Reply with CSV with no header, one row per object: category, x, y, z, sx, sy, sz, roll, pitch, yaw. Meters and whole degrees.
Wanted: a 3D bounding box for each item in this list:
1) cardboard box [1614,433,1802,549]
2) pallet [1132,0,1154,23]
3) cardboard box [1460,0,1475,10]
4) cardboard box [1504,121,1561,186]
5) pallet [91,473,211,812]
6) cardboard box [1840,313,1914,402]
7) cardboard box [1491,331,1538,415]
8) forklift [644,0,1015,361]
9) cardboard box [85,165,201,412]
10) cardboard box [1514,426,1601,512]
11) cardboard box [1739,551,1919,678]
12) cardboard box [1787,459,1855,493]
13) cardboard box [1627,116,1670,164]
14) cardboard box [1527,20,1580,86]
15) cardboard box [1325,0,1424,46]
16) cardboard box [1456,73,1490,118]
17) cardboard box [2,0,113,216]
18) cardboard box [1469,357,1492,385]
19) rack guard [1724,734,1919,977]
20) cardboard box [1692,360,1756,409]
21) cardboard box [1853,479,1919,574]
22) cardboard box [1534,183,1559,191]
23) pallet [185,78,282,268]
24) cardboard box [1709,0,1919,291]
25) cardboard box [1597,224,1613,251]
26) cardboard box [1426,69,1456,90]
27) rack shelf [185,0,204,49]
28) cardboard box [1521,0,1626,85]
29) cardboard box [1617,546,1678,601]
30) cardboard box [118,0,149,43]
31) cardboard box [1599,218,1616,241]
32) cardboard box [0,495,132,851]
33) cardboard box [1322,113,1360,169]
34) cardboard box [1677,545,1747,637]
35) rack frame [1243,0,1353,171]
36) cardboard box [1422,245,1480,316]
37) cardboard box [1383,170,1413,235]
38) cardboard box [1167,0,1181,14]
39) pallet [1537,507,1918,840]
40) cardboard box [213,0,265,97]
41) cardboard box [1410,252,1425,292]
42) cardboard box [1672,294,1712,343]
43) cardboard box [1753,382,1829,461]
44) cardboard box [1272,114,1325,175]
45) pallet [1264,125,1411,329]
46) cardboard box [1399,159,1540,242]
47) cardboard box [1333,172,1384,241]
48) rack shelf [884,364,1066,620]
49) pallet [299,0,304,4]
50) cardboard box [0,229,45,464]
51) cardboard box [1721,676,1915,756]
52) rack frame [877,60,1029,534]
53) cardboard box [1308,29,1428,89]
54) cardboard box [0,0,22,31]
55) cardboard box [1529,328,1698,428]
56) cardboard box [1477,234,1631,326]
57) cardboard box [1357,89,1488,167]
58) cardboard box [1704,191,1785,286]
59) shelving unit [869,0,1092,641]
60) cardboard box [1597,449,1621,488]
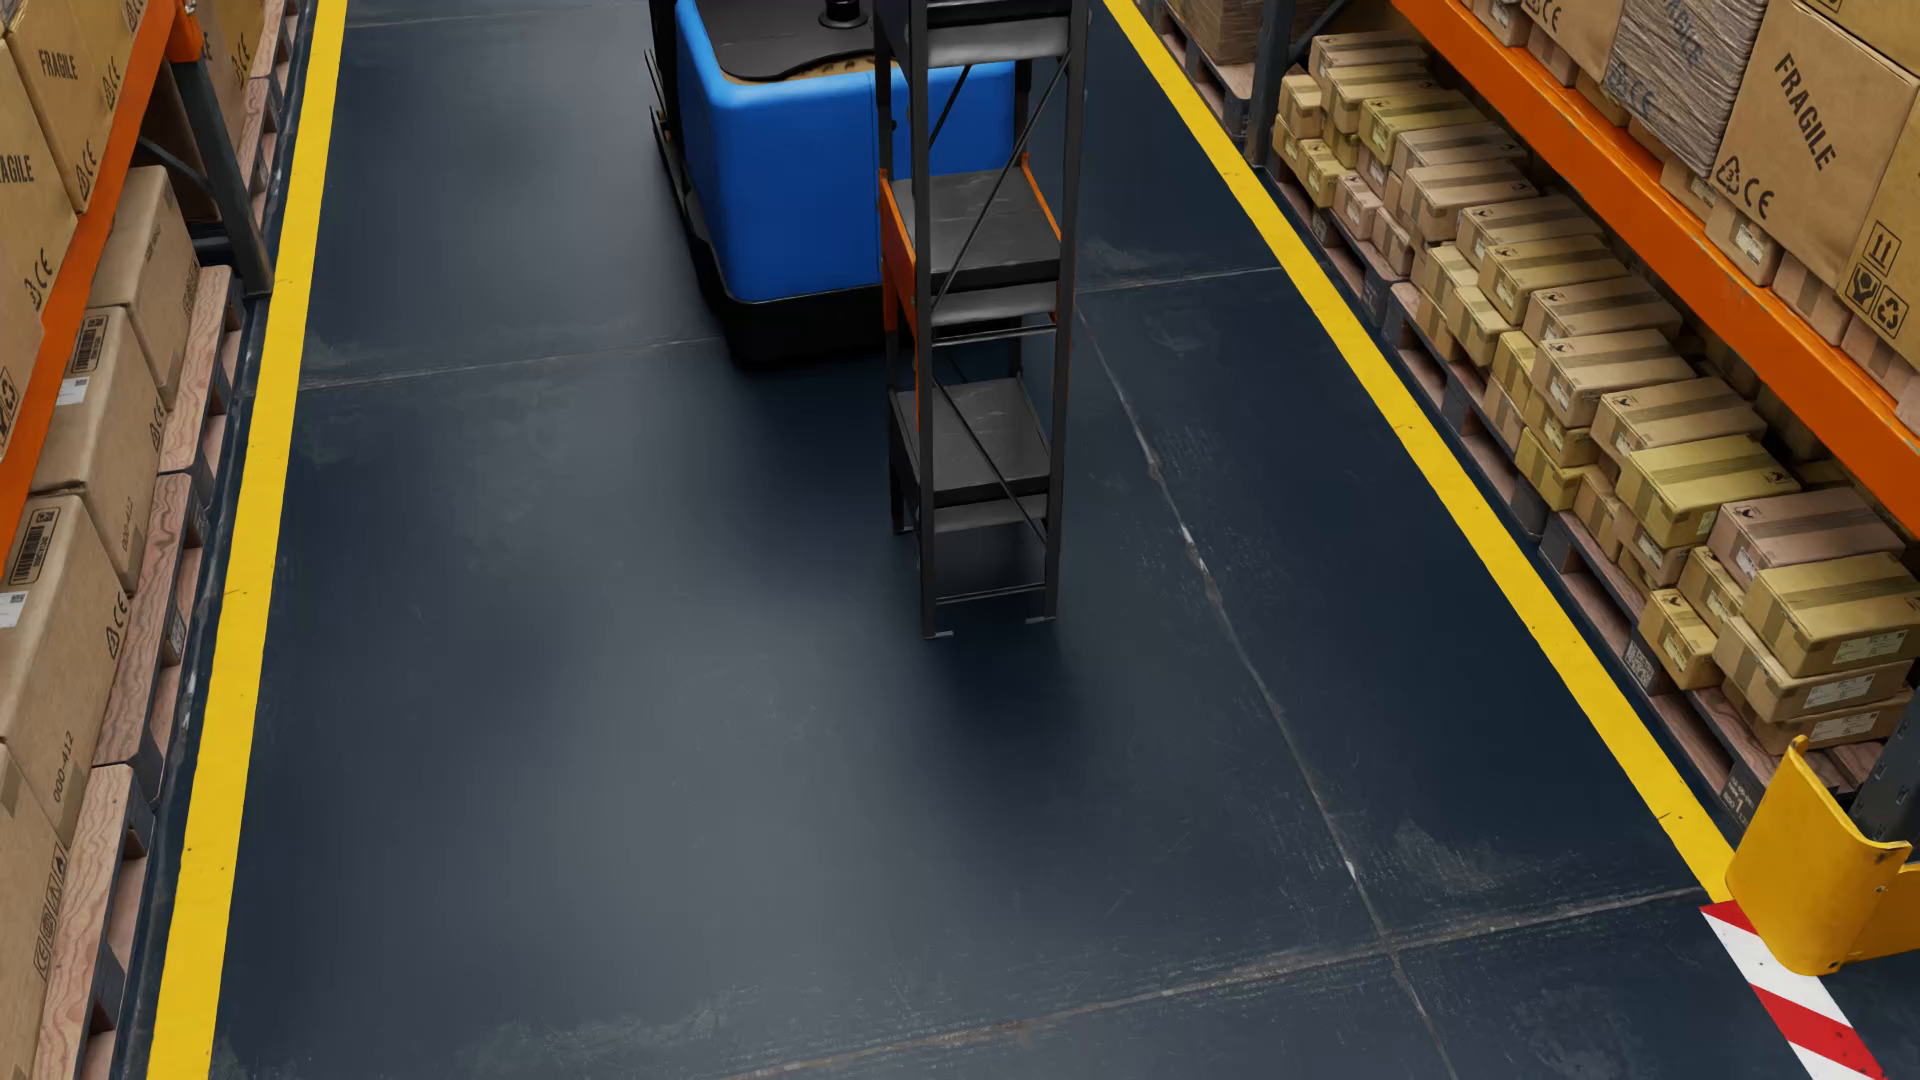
cardboard box,2.032,-0.137,4.528,0.380,0.149,0.250,-9,42,-10
pallet,1.272,-3.043,8.519,1.003,0.211,1.213,-8,42,-9
cardboard box,1.731,-1.792,5.199,0.380,0.149,0.250,-8,42,-8
cardboard box,2.174,-1.409,5.961,0.380,0.149,0.250,-7,42,-8
pallet,-2.749,0.326,4.724,1.003,0.211,1.213,-8,42,-9
cardboard box,2.208,-0.439,3.674,0.380,0.149,0.250,-8,42,-9
cardboard box,1.904,-0.538,5.204,0.380,0.149,0.250,-6,42,-7
forklift,-0.693,-2.718,6.104,1.130,2.935,3.031,-11,43,-12
cardboard box,-3.072,-0.790,5.494,0.875,0.438,0.875,-9,42,-10
cardboard box,1.945,-0.248,5.101,0.380,0.149,0.250,-10,43,-11
cardboard box,2.210,0.184,4.166,0.380,0.149,0.250,-8,42,-9
cardboard box,2.566,-0.106,4.717,0.380,0.149,0.250,-8,42,-9
cardboard box,2.033,-1.120,4.442,0.380,0.149,0.250,-10,43,-11
cardboard box,1.885,-1.450,4.814,0.380,0.149,0.250,-7,42,-8
cardboard box,1.808,-2.528,7.405,0.500,0.500,0.500,-7,42,-8
cardboard box,2.133,-1.749,6.343,0.380,0.149,0.250,-8,42,-9
cardboard box,-2.514,-1.131,4.189,0.500,0.500,0.500,-9,42,-10
cardboard box,1.924,-0.603,5.501,0.380,0.149,0.250,-7,42,-8
rack guard,2.555,0.690,4.096,1.175,0.500,0.348,-8,42,-9
cardboard box,2.467,-0.446,5.100,0.380,0.149,0.250,-10,43,-11
cardboard box,2.614,-0.059,4.440,0.380,0.149,0.250,-8,42,-9
cardboard box,2.191,-1.311,6.074,0.380,0.149,0.250,-8,42,-9
pallet,-3.343,-1.460,6.736,1.003,0.211,1.213,-8,42,-9
cardboard box,2.117,-0.933,3.743,0.500,0.500,0.500,-9,42,-10
cardboard box,2.303,-0.972,5.692,0.380,0.149,0.250,-10,43,-11
cardboard box,2.087,-1.832,6.661,0.380,0.149,0.250,-8,42,-8
rack shelf,-3.535,-3.041,6.958,1.077,0.370,4.000,-8,42,-9
cardboard box,1.901,-1.585,4.477,0.500,0.500,0.500,-6,42,-7
cardboard box,2.127,0.066,4.747,0.380,0.149,0.250,-9,42,-9
cardboard box,-2.753,-1.787,4.928,0.500,0.500,0.500,-8,42,-9
cardboard box,2.393,-1.074,5.583,0.380,0.149,0.250,-10,43,-11
cardboard box,-2.686,0.375,4.182,0.875,0.438,0.875,-7,42,-8
cardboard box,1.617,-1.559,6.353,0.380,0.149,0.250,-8,42,-9
cardboard box,2.175,0.124,4.458,0.380,0.149,0.250,-9,42,-10
rack frame,1.708,-2.789,6.132,1.000,3.000,0.127,-8,42,-9
cardboard box,1.789,-0.876,5.585,0.380,0.149,0.250,-9,42,-10
cardboard box,1.760,-1.230,5.984,0.380,0.149,0.250,-10,43,-11
cardboard box,1.192,-2.787,7.697,0.500,0.500,0.500,-9,42,-10
pallet,2.415,0.266,4.791,1.003,0.211,1.213,-8,42,-9
cardboard box,-3.518,-2.351,6.923,0.875,0.875,0.875,-7,42,-8
cardboard box,1.831,-0.944,5.886,0.380,0.149,0.250,-10,43,-11
cardboard box,2.487,-0.748,5.216,0.380,0.149,0.250,-8,42,-9
cardboard box,2.550,-0.389,4.812,0.380,0.149,0.250,-10,43,-11
cardboard box,1.473,-1.597,6.621,0.380,0.149,0.250,-10,43,-11
pallet,1.888,-1.315,6.573,1.003,0.211,1.213,-8,42,-9
cardboard box,1.739,-1.163,5.683,0.380,0.149,0.250,-7,42,-8
cardboard box,1.635,-1.271,6.254,0.380,0.149,0.250,-9,42,-9
rack shelf,0.036,-0.144,4.906,0.431,0.518,0.480,-8,42,-9
pallet,-3.870,-3.042,8.518,1.003,0.211,1.213,-8,42,-9
cardboard box,-2.292,-0.467,3.441,0.500,0.500,0.500,-9,42,-10
cardboard box,2.255,0.402,4.369,0.380,0.149,0.250,-8,42,-9
rack frame,-0.017,-0.836,4.610,0.400,2.100,0.015,-8,42,-9
cardboard box,1.581,-1.849,6.456,0.380,0.149,0.250,-7,42,-8
cardboard box,-2.511,-1.500,3.852,0.500,0.500,0.500,-8,42,-9
cardboard box,1.926,-0.480,4.914,0.380,0.149,0.250,-7,42,-8
cardboard box,1.893,-0.832,5.311,0.380,0.149,0.250,-8,42,-9
cardboard box,1.685,-1.505,6.069,0.380,0.149,0.250,-9,42,-10
cardboard box,2.062,-0.762,4.038,0.380,0.149,0.250,-7,42,-8
shelving unit,0.036,-0.678,4.432,0.431,2.100,0.503,-8,42,-9
cardboard box,2.108,-0.225,4.851,0.380,0.149,0.250,-9,42,-10
